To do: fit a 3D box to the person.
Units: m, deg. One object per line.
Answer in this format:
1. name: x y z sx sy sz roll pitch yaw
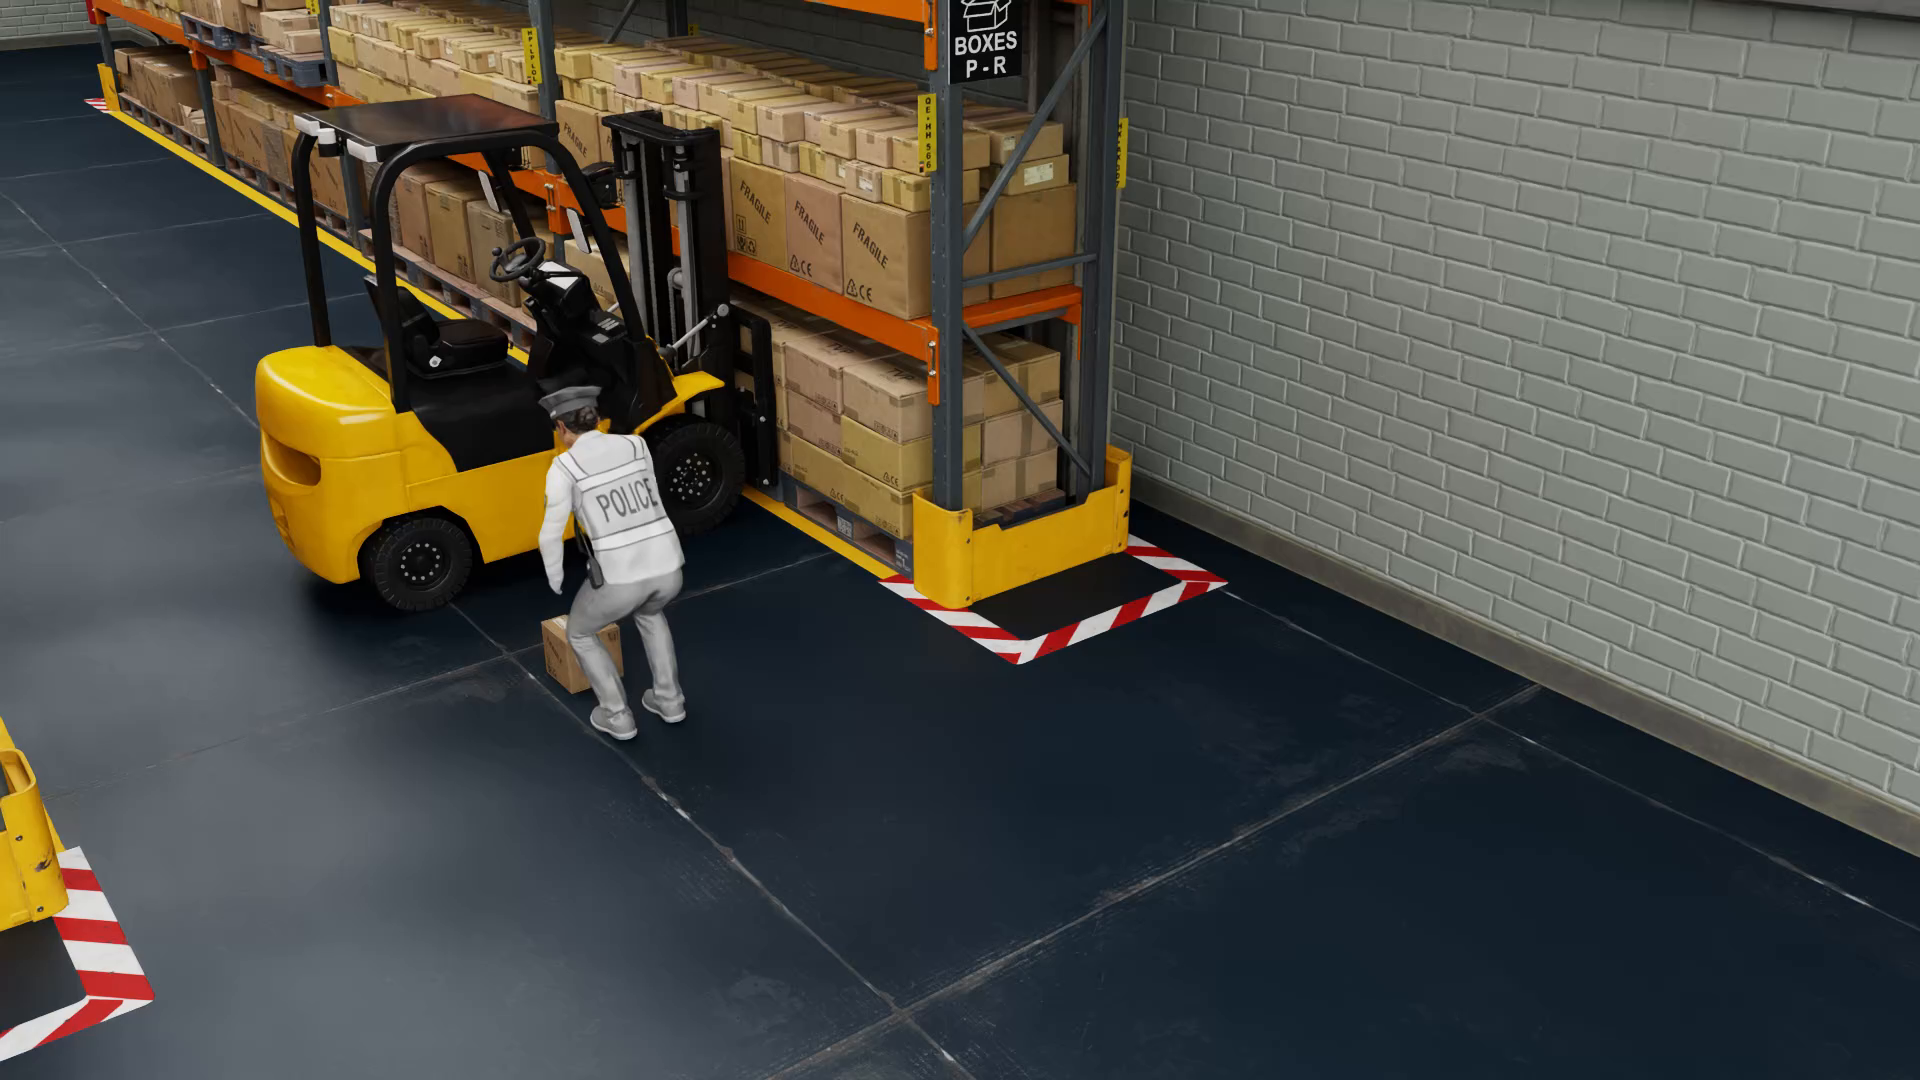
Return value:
1. person: -1.448 0.290 6.886 0.458 0.903 0.879 -20 31 -36
